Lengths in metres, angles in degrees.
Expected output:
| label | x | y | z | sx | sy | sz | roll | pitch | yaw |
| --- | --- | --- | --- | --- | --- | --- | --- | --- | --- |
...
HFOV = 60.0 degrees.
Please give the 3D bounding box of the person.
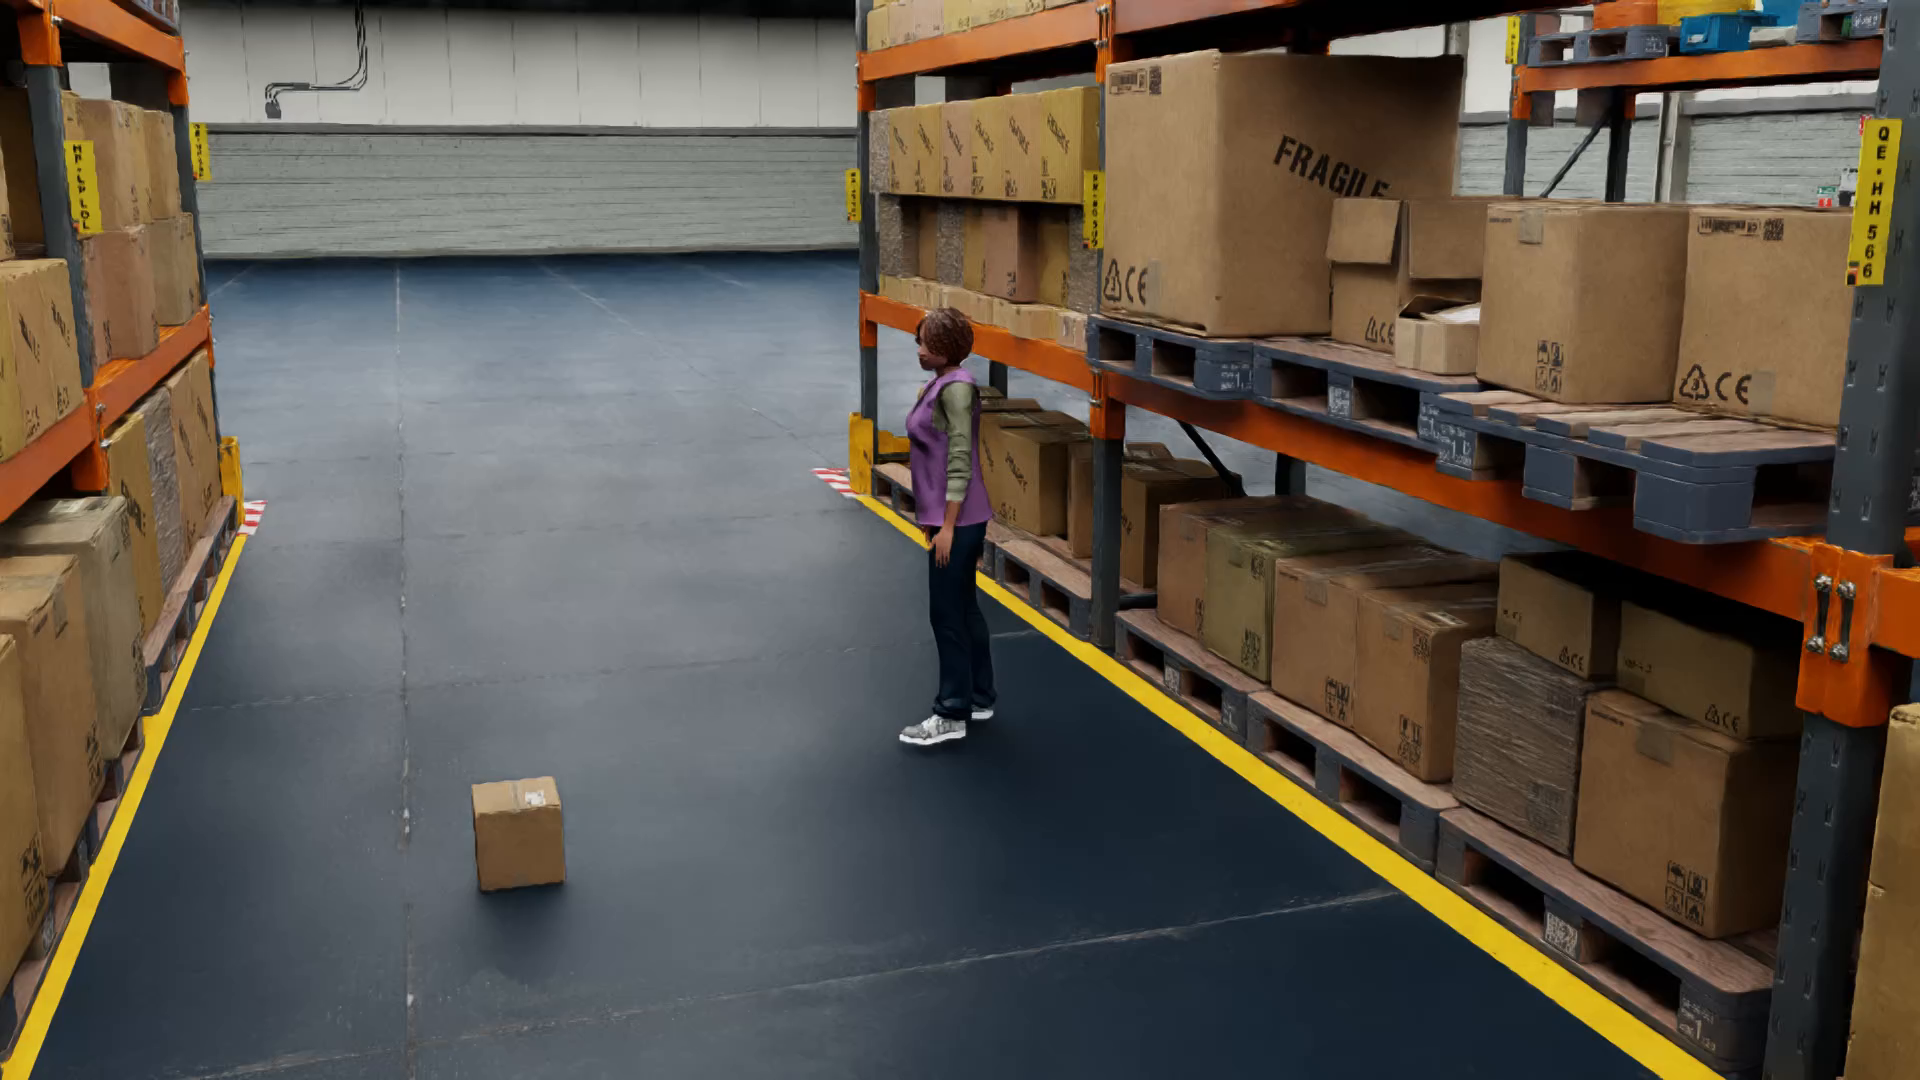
| label | x | y | z | sx | sy | sz | roll | pitch | yaw |
| --- | --- | --- | --- | --- | --- | --- | --- | --- | --- |
| person | -0.044 | -0.044 | 6.161 | 0.378 | 1.564 | 0.498 | -1 | 13 | -3 |
